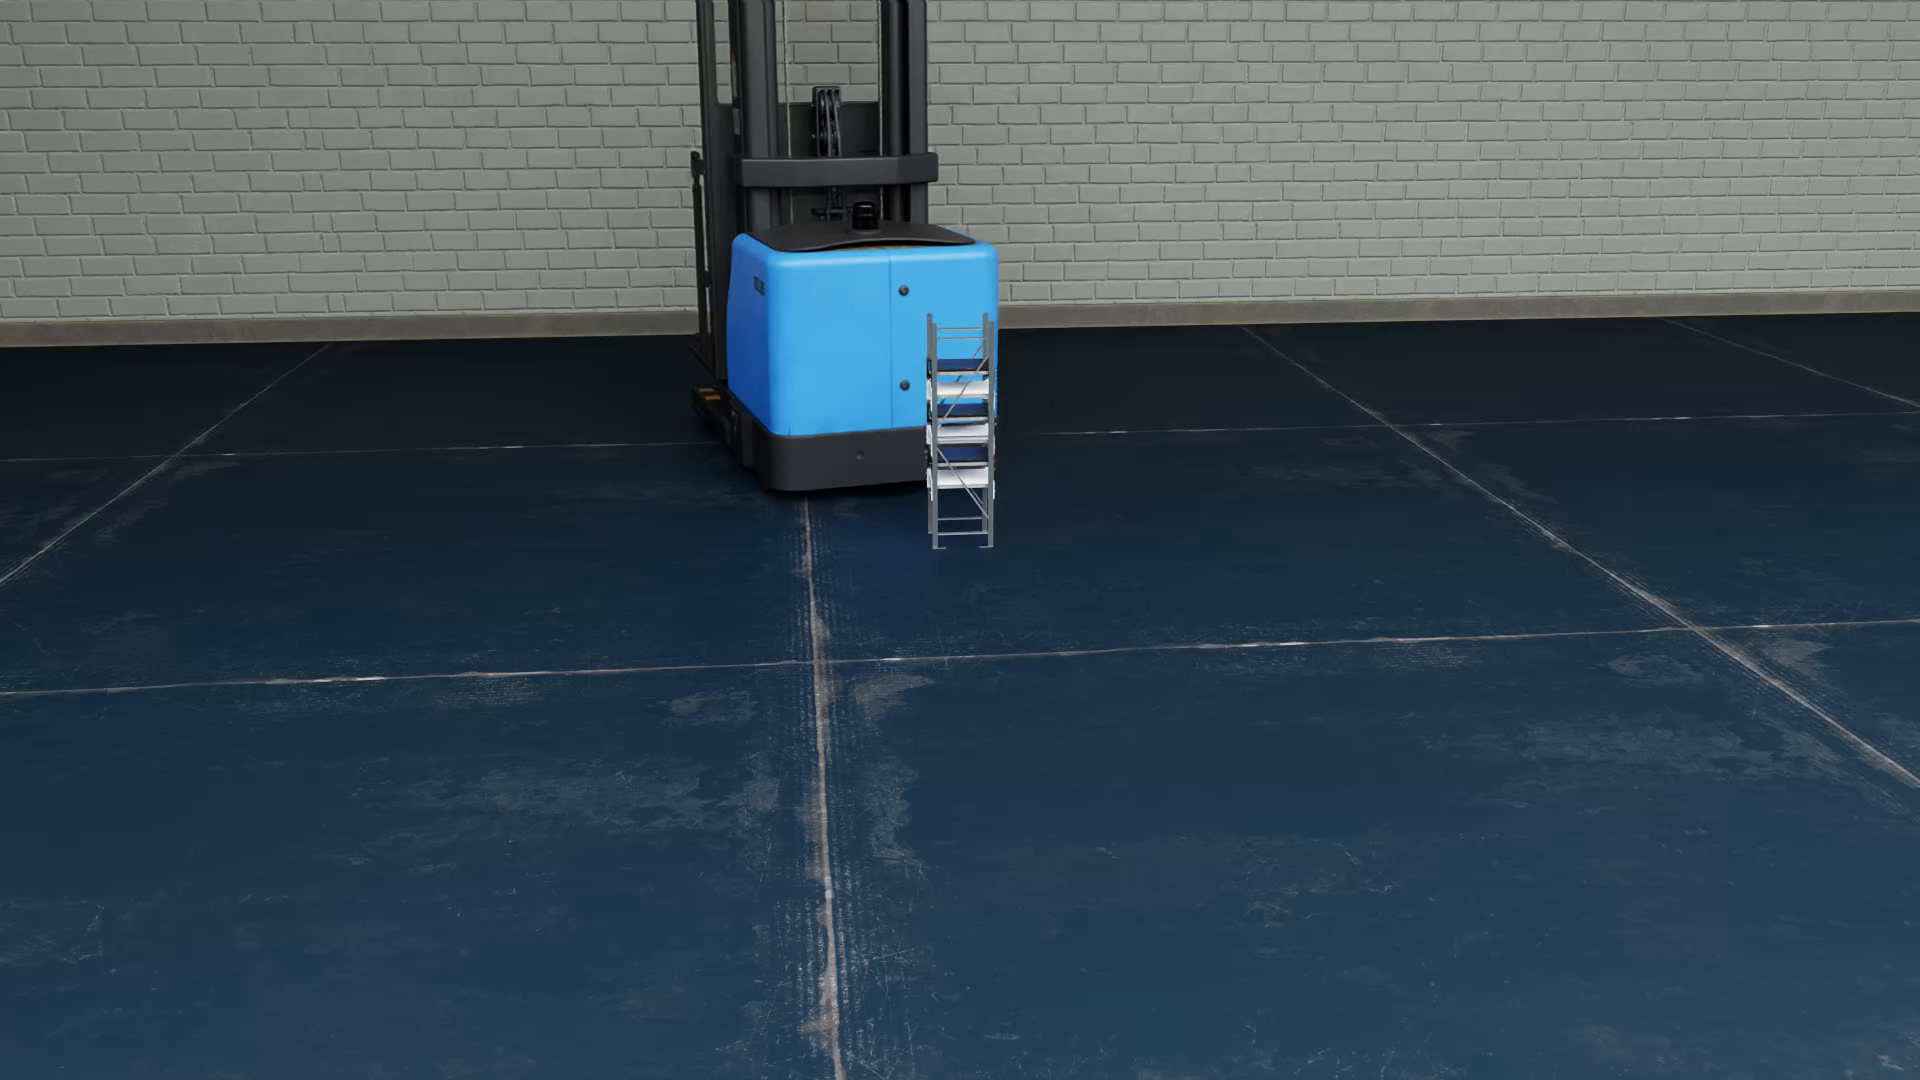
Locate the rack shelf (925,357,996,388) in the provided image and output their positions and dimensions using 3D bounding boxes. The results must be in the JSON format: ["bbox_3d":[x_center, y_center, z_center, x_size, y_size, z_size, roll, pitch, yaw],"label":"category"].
[{"bbox_3d":[0.001,-0.653,6.464,0.258,0.077,0.200,-2,18,-6],"label":"rack shelf"}]

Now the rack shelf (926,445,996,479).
[{"bbox_3d":[0.001,-0.309,6.572,0.258,0.077,0.200,-2,18,-6],"label":"rack shelf"}]

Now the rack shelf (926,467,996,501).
[{"bbox_3d":[0.001,-0.223,6.598,0.258,0.077,0.200,-2,18,-6],"label":"rack shelf"}]

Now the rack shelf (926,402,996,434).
[{"bbox_3d":[0.001,-0.481,6.518,0.258,0.077,0.200,-2,18,-6],"label":"rack shelf"}]

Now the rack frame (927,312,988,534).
[{"bbox_3d":[-0.010,-0.457,6.631,0.240,0.900,0.006,-2,18,-6],"label":"rack frame"}]

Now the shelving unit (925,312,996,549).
[{"bbox_3d":[0.001,-0.427,6.535,0.258,0.900,0.210,-2,18,-6],"label":"shelving unit"}]

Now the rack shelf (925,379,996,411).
[{"bbox_3d":[0.001,-0.567,6.491,0.258,0.077,0.200,-2,18,-6],"label":"rack shelf"}]

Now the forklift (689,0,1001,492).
[{"bbox_3d":[-0.767,-2.007,8.177,1.130,2.935,3.031,-6,18,-18],"label":"forklift"}]

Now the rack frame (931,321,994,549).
[{"bbox_3d":[0.011,-0.397,6.438,0.240,0.900,0.006,-2,18,-6],"label":"rack frame"}]

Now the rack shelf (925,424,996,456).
[{"bbox_3d":[0.001,-0.395,6.545,0.258,0.077,0.200,-2,18,-6],"label":"rack shelf"}]
